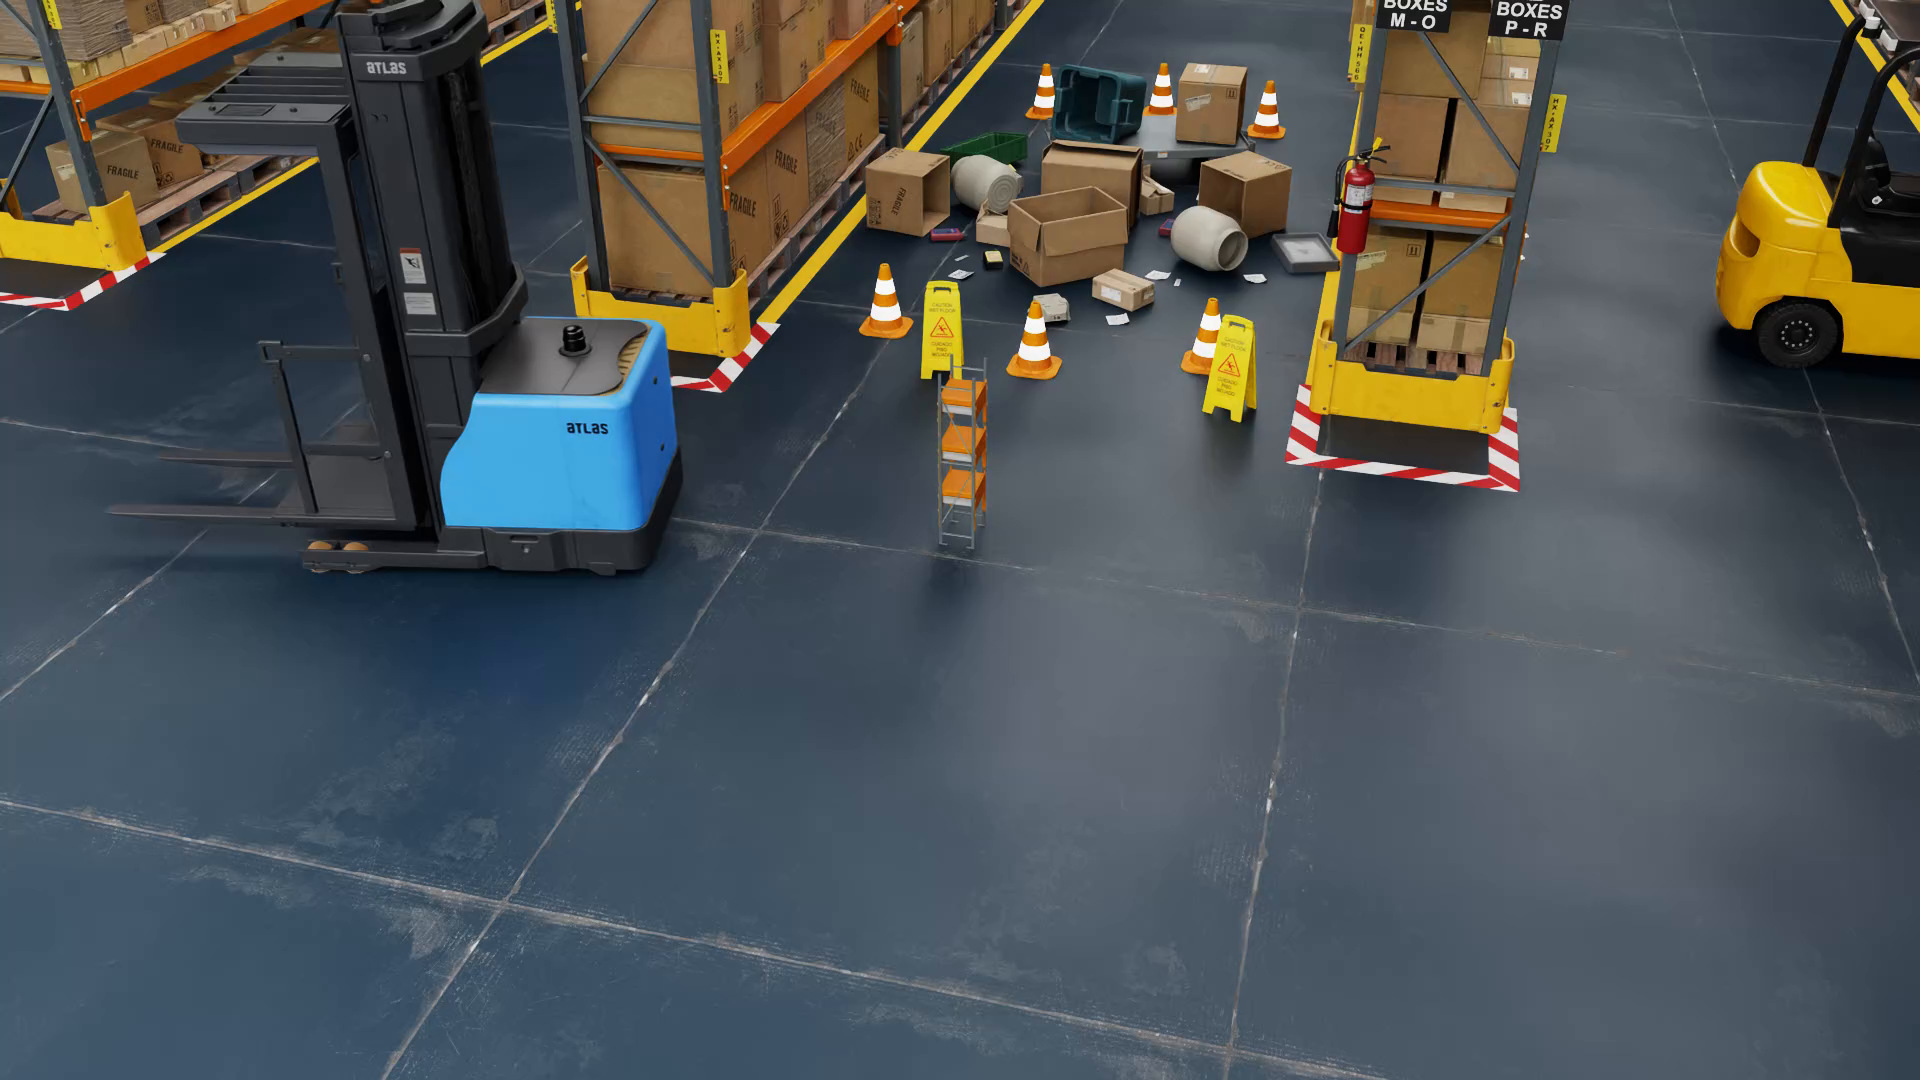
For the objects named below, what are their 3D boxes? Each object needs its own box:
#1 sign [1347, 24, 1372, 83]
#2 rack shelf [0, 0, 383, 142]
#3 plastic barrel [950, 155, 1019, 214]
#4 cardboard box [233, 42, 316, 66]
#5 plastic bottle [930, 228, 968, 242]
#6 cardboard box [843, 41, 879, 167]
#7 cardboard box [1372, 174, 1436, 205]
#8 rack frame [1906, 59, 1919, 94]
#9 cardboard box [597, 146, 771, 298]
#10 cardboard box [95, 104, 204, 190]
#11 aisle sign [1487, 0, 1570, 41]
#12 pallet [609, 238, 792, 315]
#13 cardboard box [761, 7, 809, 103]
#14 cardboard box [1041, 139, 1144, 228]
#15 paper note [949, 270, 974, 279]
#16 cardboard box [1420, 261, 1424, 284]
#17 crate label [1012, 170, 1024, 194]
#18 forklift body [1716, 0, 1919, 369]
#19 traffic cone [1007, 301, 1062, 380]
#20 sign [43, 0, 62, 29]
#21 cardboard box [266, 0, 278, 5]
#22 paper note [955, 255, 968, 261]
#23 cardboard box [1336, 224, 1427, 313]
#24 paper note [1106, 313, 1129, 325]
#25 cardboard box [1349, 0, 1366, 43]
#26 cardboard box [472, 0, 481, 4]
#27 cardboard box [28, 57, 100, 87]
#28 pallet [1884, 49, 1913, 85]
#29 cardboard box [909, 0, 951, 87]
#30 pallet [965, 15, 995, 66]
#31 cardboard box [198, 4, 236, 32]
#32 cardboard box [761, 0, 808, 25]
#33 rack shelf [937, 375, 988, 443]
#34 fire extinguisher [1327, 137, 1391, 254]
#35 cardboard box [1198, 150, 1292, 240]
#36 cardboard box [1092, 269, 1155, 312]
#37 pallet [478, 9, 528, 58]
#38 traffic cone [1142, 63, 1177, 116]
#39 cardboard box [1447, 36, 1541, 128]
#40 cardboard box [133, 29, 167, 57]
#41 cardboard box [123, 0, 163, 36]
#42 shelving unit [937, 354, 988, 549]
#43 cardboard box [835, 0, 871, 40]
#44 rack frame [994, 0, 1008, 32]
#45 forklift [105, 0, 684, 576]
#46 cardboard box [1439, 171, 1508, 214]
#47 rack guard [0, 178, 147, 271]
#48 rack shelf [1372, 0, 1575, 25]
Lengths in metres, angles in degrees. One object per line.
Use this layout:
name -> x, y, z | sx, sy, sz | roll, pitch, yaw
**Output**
sign -> 2.261, -2.751, 9.408 | 0.100, 0.325, 0.005 | 8, 33, 12
rack shelf -> -6.285, -4.127, 13.616 | 1.077, 0.370, 4.000 | 8, 33, 12
plastic barrel -> 0.190, -2.856, 13.348 | 0.421, 0.421, 0.512 | -21, 38, -29
cardboard box -> -6.056, -4.090, 14.827 | 0.500, 0.500, 0.500 | 19, 37, 27
plastic bottle -> -0.086, -2.372, 12.925 | 0.283, 0.061, 0.133 | -3, 33, -4
cardboard box -> -1.233, -3.704, 13.870 | 0.875, 0.875, 0.875 | 9, 33, 13
cardboard box -> 2.681, -2.161, 10.087 | 0.380, 0.149, 0.250 | 9, 34, 14
rack frame -> 9.625, -5.521, 15.139 | 1.000, 3.000, 0.127 | 8, 33, 12
cardboard box -> -1.912, -2.306, 11.671 | 0.875, 0.875, 0.875 | 8, 33, 13
cardboard box -> -6.499, -3.152, 13.350 | 0.500, 0.500, 0.500 | 17, 36, 25
aisle sign -> 3.077, -3.066, 8.854 | 0.394, 0.787, 0.004 | 8, 33, 12
pallet -> -1.893, -1.914, 12.064 | 1.003, 0.211, 1.213 | 8, 33, 12
cardboard box -> -1.588, -3.489, 11.802 | 0.875, 0.550, 0.550 | 8, 33, 12
cardboard box -> 1.019, -2.790, 13.043 | 0.797, 0.637, 0.503 | 8, 33, 12
paper note -> 0.009, -1.972, 12.325 | 0.144, 0.017, 0.142 | 20, 38, 29
cardboard box -> 3.528, -1.990, 11.756 | 0.500, 0.250, 0.500 | 10, 34, 16
crate label -> 0.375, -2.967, 13.790 | 0.298, 0.136, 0.250 | -14, 35, -21
forklift body -> 6.312, -2.244, 10.775 | 2.313, 2.155, 1.214 | 8, 33, 12
traffic cone -> 0.494, -1.346, 10.936 | 0.336, 0.463, 0.334 | 8, 33, 12
sign -> -6.268, -3.684, 11.442 | 0.100, 0.325, 0.005 | 8, 33, 12
cardboard box -> -5.913, -4.569, 13.875 | 0.380, 0.149, 0.250 | 8, 33, 12
paper note -> 0.014, -2.138, 12.604 | 0.032, 0.001, 0.123 | 28, 42, 36
cardboard box -> 2.744, -1.828, 10.802 | 0.500, 0.500, 0.500 | 8, 33, 13
paper note -> 1.108, -1.552, 11.663 | 0.148, 0.019, 0.142 | -3, 33, -4
cardboard box -> 2.877, -3.468, 10.607 | 0.700, 0.500, 0.500 | 8, 33, 12
cardboard box -> -5.320, -5.450, 16.947 | 0.700, 0.500, 0.500 | 5, 33, 8
cardboard box -> -6.490, -3.402, 12.040 | 0.380, 0.149, 0.250 | 8, 33, 12
pallet -> 9.851, -4.726, 16.488 | 1.003, 0.211, 1.213 | 8, 33, 12
cardboard box -> -0.686, -4.803, 15.715 | 1.050, 0.750, 0.750 | 8, 33, 12
pallet -> -0.263, -5.241, 17.297 | 1.003, 0.211, 1.213 | 8, 33, 12
cardboard box -> -6.015, -4.167, 13.243 | 0.380, 0.149, 0.250 | 8, 33, 12
cardboard box -> -1.565, -3.941, 11.507 | 0.875, 0.550, 0.550 | 8, 33, 12
rack shelf -> 0.014, -0.701, 8.865 | 0.215, 0.259, 0.240 | 8, 33, 12
fire extinguisher -> 2.318, -2.014, 9.694 | 0.296, 0.674, 0.183 | 8, 33, 12
cardboard box -> 2.220, -2.695, 13.020 | 0.500, 0.500, 0.500 | -21, 38, -29
cardboard box -> 1.172, -1.795, 11.935 | 0.380, 0.149, 0.250 | 28, 42, 36
pallet -> -5.274, -5.331, 17.439 | 1.003, 0.211, 1.213 | 8, 33, 12
traffic cone -> 1.875, -4.169, 15.377 | 0.336, 0.463, 0.334 | 8, 33, 12
cardboard box -> 3.438, -2.953, 10.729 | 0.500, 0.500, 0.500 | 7, 33, 11
cardboard box -> -6.286, -3.789, 12.649 | 0.380, 0.149, 0.250 | 8, 33, 12
cardboard box -> -6.616, -4.118, 12.561 | 0.875, 0.500, 0.500 | 8, 33, 12
shelving unit -> 0.014, -0.471, 9.012 | 0.215, 1.050, 0.252 | 8, 33, 12
cardboard box -> -1.205, -4.322, 13.113 | 0.875, 0.550, 0.550 | 8, 33, 12
rack frame -> 0.010, -6.816, 17.176 | 1.000, 3.000, 0.127 | 8, 33, 12
forklift -> -3.142, -1.337, 8.621 | 3.031, 2.935, 1.130 | 2, 32, 3
cardboard box -> 3.079, -2.086, 9.969 | 0.380, 0.149, 0.250 | 8, 33, 13
rack guard -> -6.773, -2.377, 12.523 | 1.175, 0.500, 0.348 | 8, 33, 12
rack shelf -> 3.301, -4.044, 10.689 | 1.077, 0.370, 4.000 | 8, 33, 12
